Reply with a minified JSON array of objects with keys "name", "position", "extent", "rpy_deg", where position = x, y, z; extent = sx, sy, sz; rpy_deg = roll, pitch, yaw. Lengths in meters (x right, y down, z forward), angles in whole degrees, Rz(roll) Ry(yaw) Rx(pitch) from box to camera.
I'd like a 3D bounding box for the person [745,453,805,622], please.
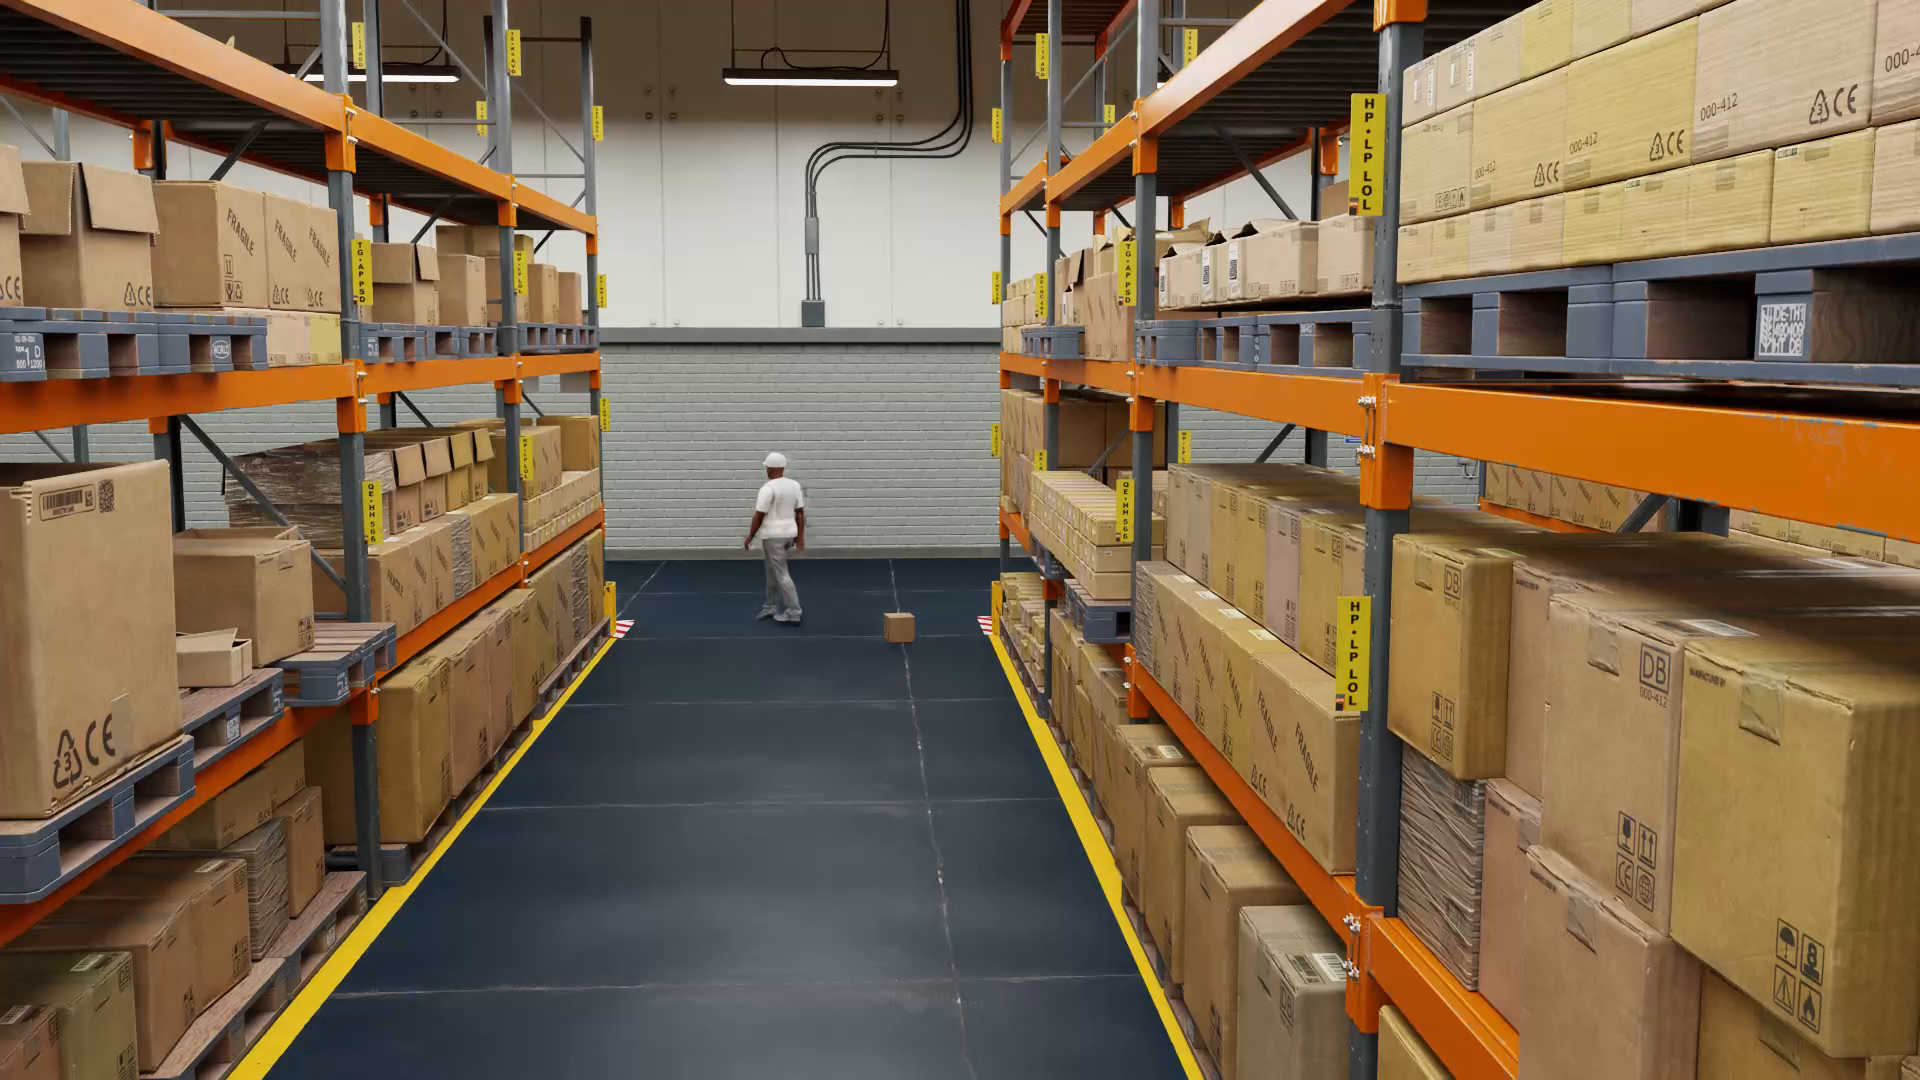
[{"name":"person","position":[-1.937,-0.006,17.261],"extent":[0.742,1.806,0.583],"rpy_deg":[4,8,33]}]
